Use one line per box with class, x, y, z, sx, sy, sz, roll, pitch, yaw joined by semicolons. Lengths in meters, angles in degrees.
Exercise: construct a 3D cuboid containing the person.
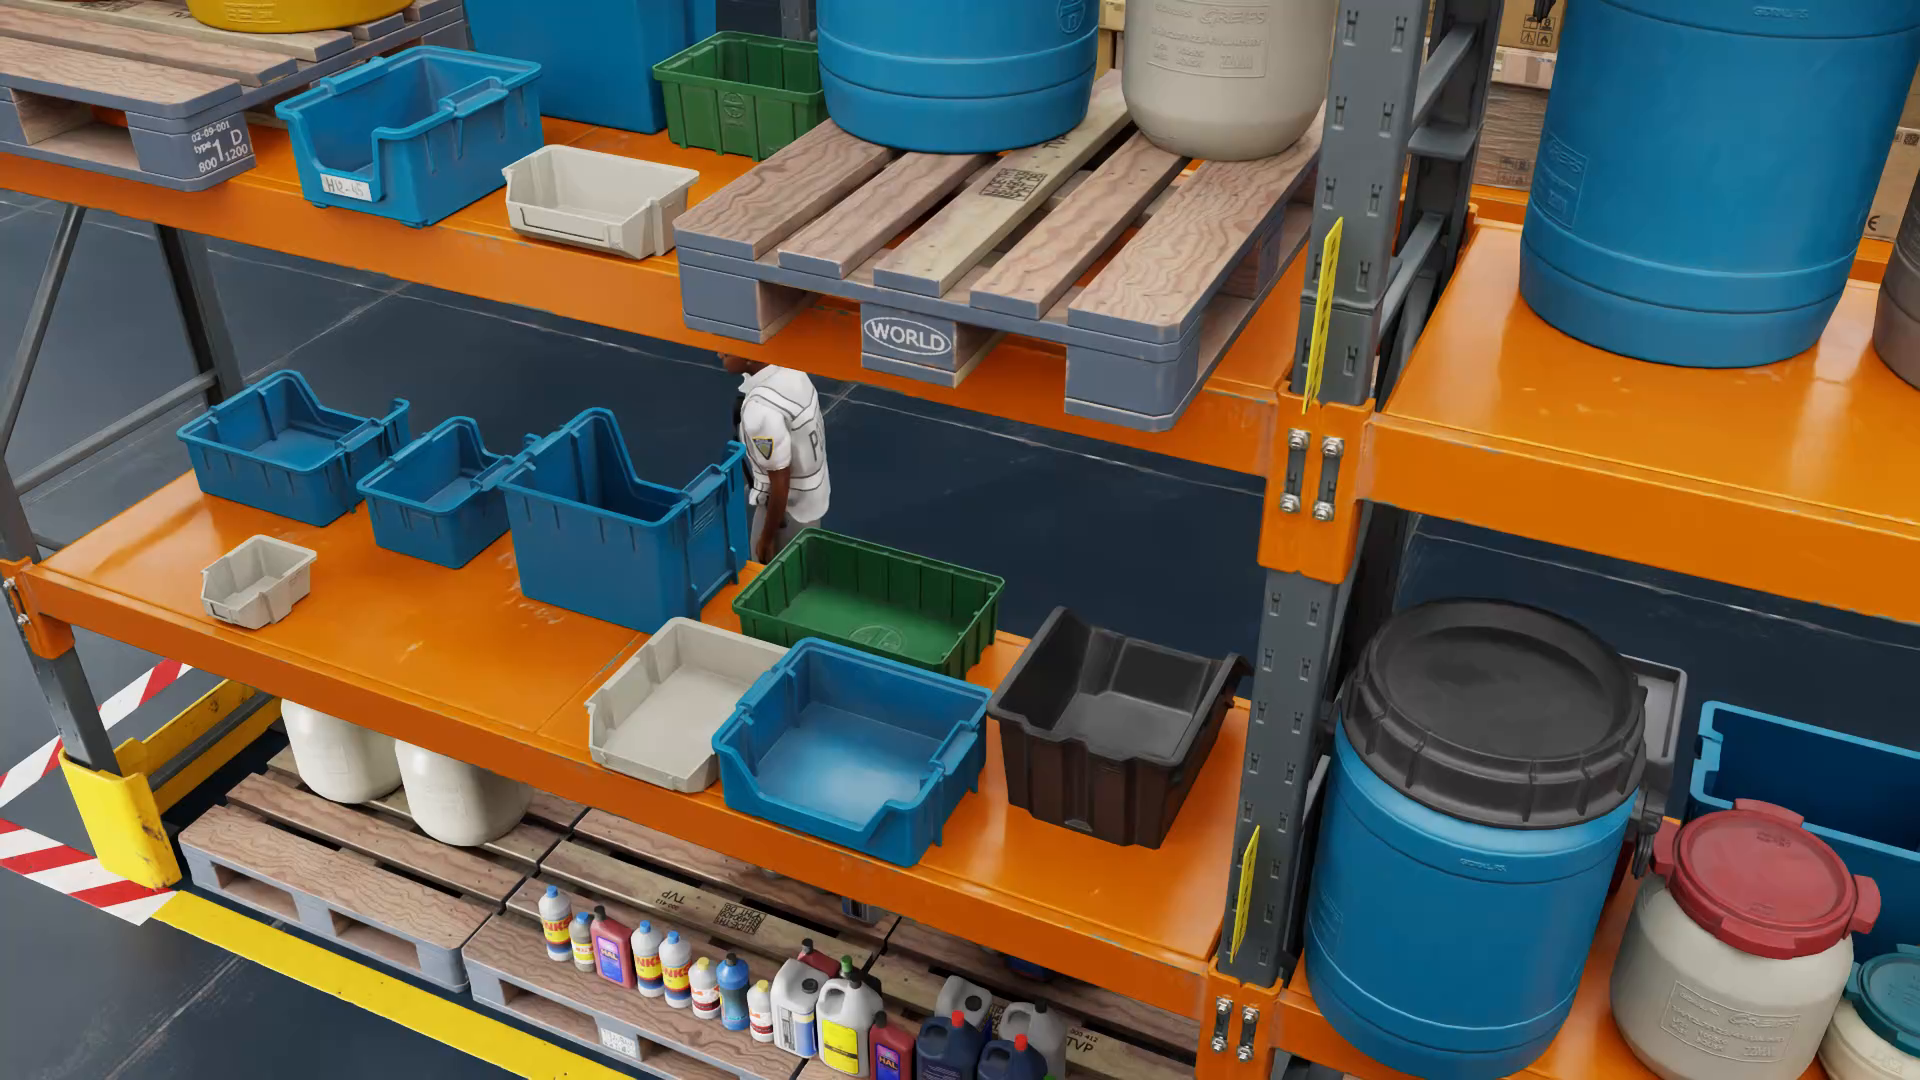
person;-0.691;-0.138;6.347;0.396;1.659;0.533;2;34;2
